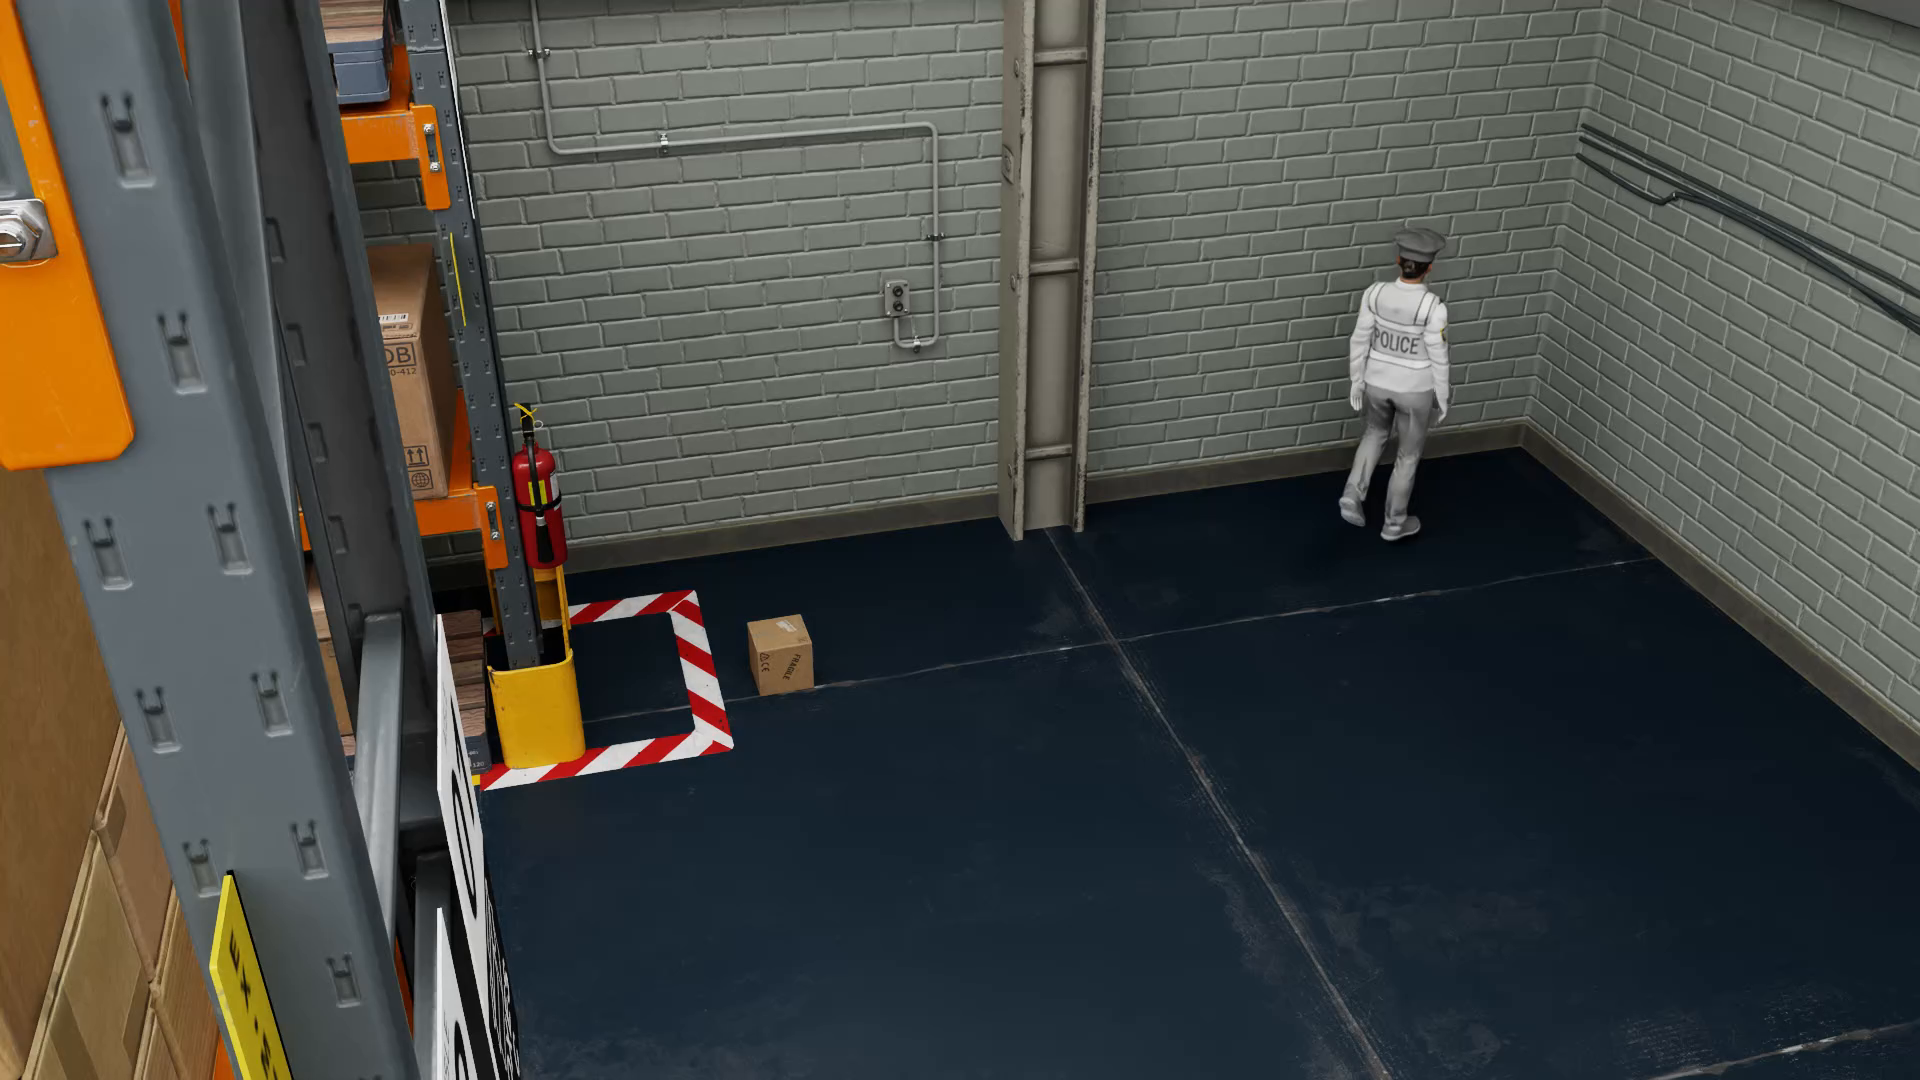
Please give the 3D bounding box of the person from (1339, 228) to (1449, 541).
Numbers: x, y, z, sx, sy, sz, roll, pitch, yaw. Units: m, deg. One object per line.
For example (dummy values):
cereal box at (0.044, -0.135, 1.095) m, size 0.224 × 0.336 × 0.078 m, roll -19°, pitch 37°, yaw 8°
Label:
person at (2.211, -0.761, 8.382) m, size 0.502 × 1.663 × 0.428 m, roll 24°, pitch 38°, yaw 34°
